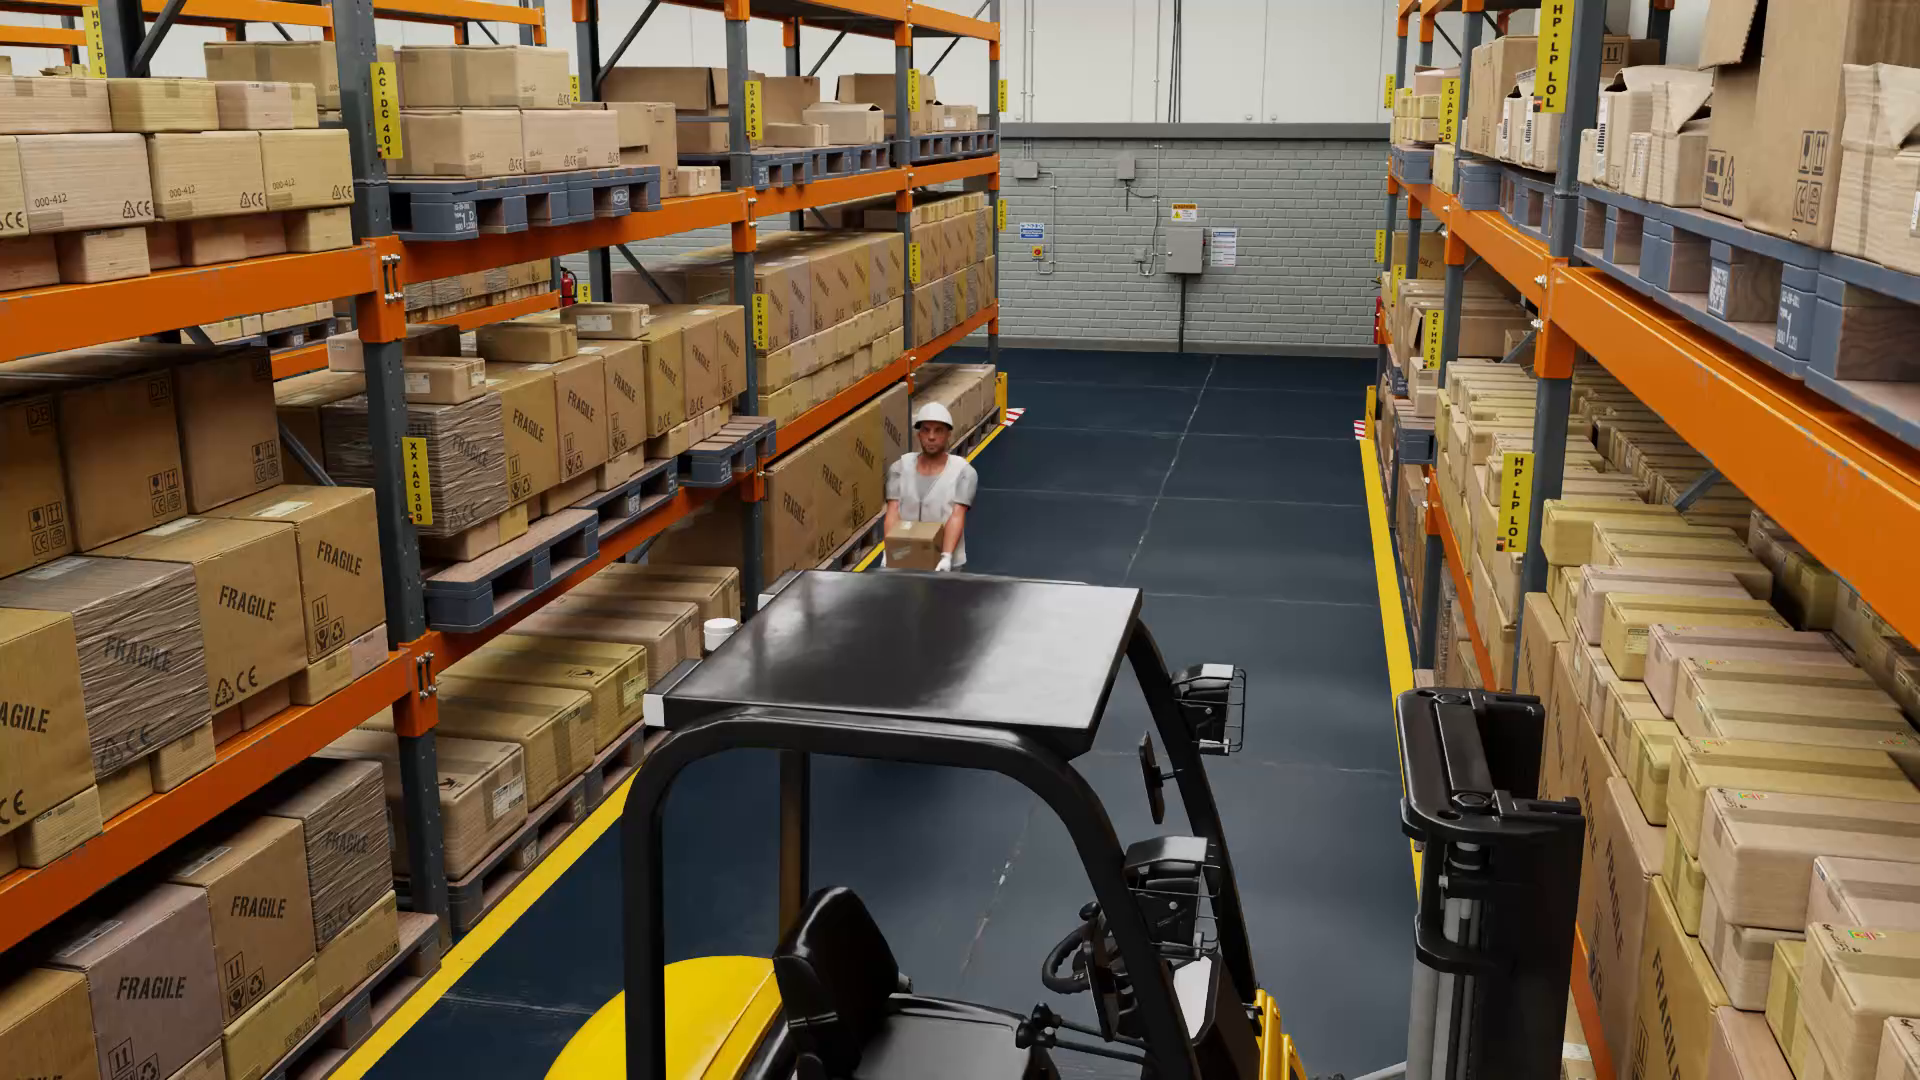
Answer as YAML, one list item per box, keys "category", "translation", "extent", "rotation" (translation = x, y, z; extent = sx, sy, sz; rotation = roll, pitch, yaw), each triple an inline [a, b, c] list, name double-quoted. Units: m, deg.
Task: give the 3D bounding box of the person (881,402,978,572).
- category: "person"
  translation: [-0.179, 0.183, 8.766]
  extent: [0.493, 1.782, 0.571]
  rotation: [3, 15, 12]
